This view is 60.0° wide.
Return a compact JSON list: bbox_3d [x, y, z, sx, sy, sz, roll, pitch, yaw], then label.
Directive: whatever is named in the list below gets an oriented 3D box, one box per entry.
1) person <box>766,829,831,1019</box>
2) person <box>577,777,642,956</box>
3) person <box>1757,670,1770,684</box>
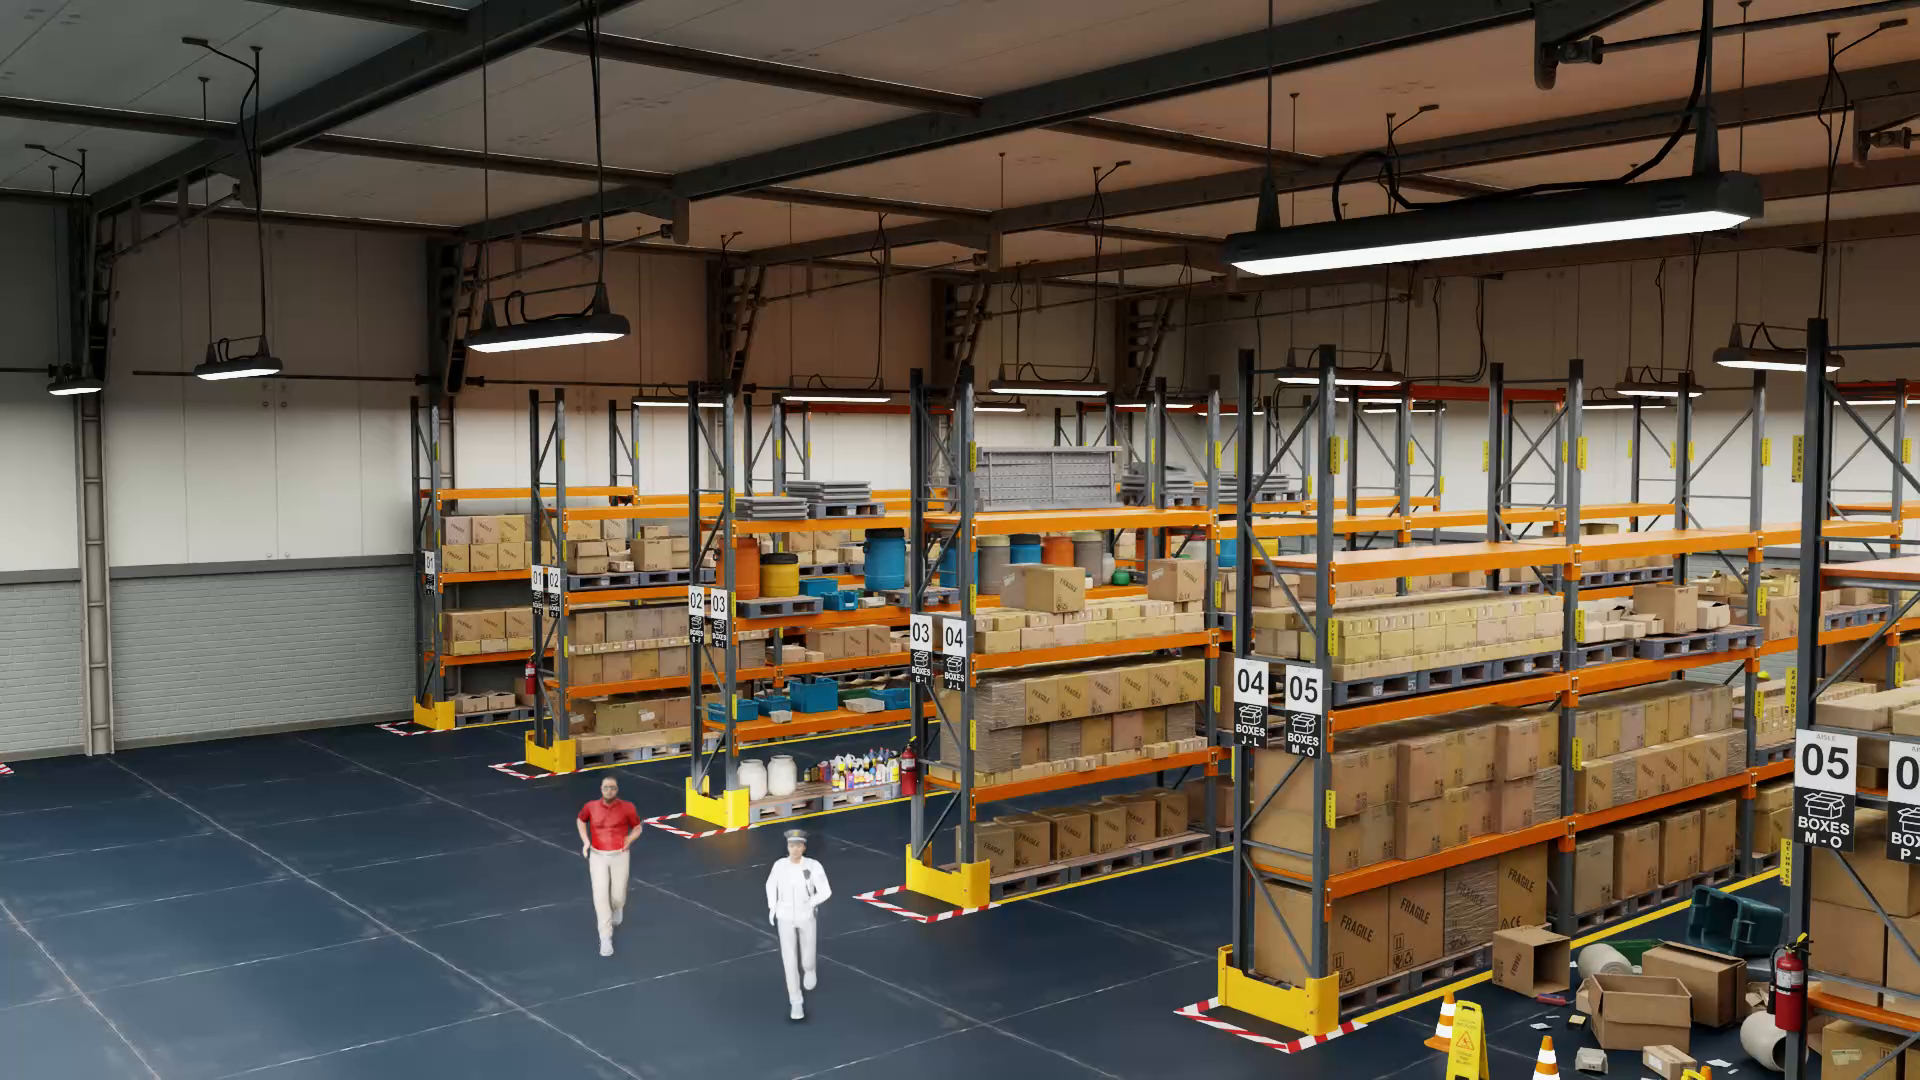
[{"bbox_3d":[-1.476,3.432,15.139,0.617,1.665,0.743,0,3,2],"label":"person"},{"bbox_3d":[-3.608,3.301,17.128,0.664,1.737,0.927,-1,3,-12],"label":"person"},{"bbox_3d":[12.061,2.812,24.950,0.797,1.714,0.725,-2,4,-27],"label":"person"}]
